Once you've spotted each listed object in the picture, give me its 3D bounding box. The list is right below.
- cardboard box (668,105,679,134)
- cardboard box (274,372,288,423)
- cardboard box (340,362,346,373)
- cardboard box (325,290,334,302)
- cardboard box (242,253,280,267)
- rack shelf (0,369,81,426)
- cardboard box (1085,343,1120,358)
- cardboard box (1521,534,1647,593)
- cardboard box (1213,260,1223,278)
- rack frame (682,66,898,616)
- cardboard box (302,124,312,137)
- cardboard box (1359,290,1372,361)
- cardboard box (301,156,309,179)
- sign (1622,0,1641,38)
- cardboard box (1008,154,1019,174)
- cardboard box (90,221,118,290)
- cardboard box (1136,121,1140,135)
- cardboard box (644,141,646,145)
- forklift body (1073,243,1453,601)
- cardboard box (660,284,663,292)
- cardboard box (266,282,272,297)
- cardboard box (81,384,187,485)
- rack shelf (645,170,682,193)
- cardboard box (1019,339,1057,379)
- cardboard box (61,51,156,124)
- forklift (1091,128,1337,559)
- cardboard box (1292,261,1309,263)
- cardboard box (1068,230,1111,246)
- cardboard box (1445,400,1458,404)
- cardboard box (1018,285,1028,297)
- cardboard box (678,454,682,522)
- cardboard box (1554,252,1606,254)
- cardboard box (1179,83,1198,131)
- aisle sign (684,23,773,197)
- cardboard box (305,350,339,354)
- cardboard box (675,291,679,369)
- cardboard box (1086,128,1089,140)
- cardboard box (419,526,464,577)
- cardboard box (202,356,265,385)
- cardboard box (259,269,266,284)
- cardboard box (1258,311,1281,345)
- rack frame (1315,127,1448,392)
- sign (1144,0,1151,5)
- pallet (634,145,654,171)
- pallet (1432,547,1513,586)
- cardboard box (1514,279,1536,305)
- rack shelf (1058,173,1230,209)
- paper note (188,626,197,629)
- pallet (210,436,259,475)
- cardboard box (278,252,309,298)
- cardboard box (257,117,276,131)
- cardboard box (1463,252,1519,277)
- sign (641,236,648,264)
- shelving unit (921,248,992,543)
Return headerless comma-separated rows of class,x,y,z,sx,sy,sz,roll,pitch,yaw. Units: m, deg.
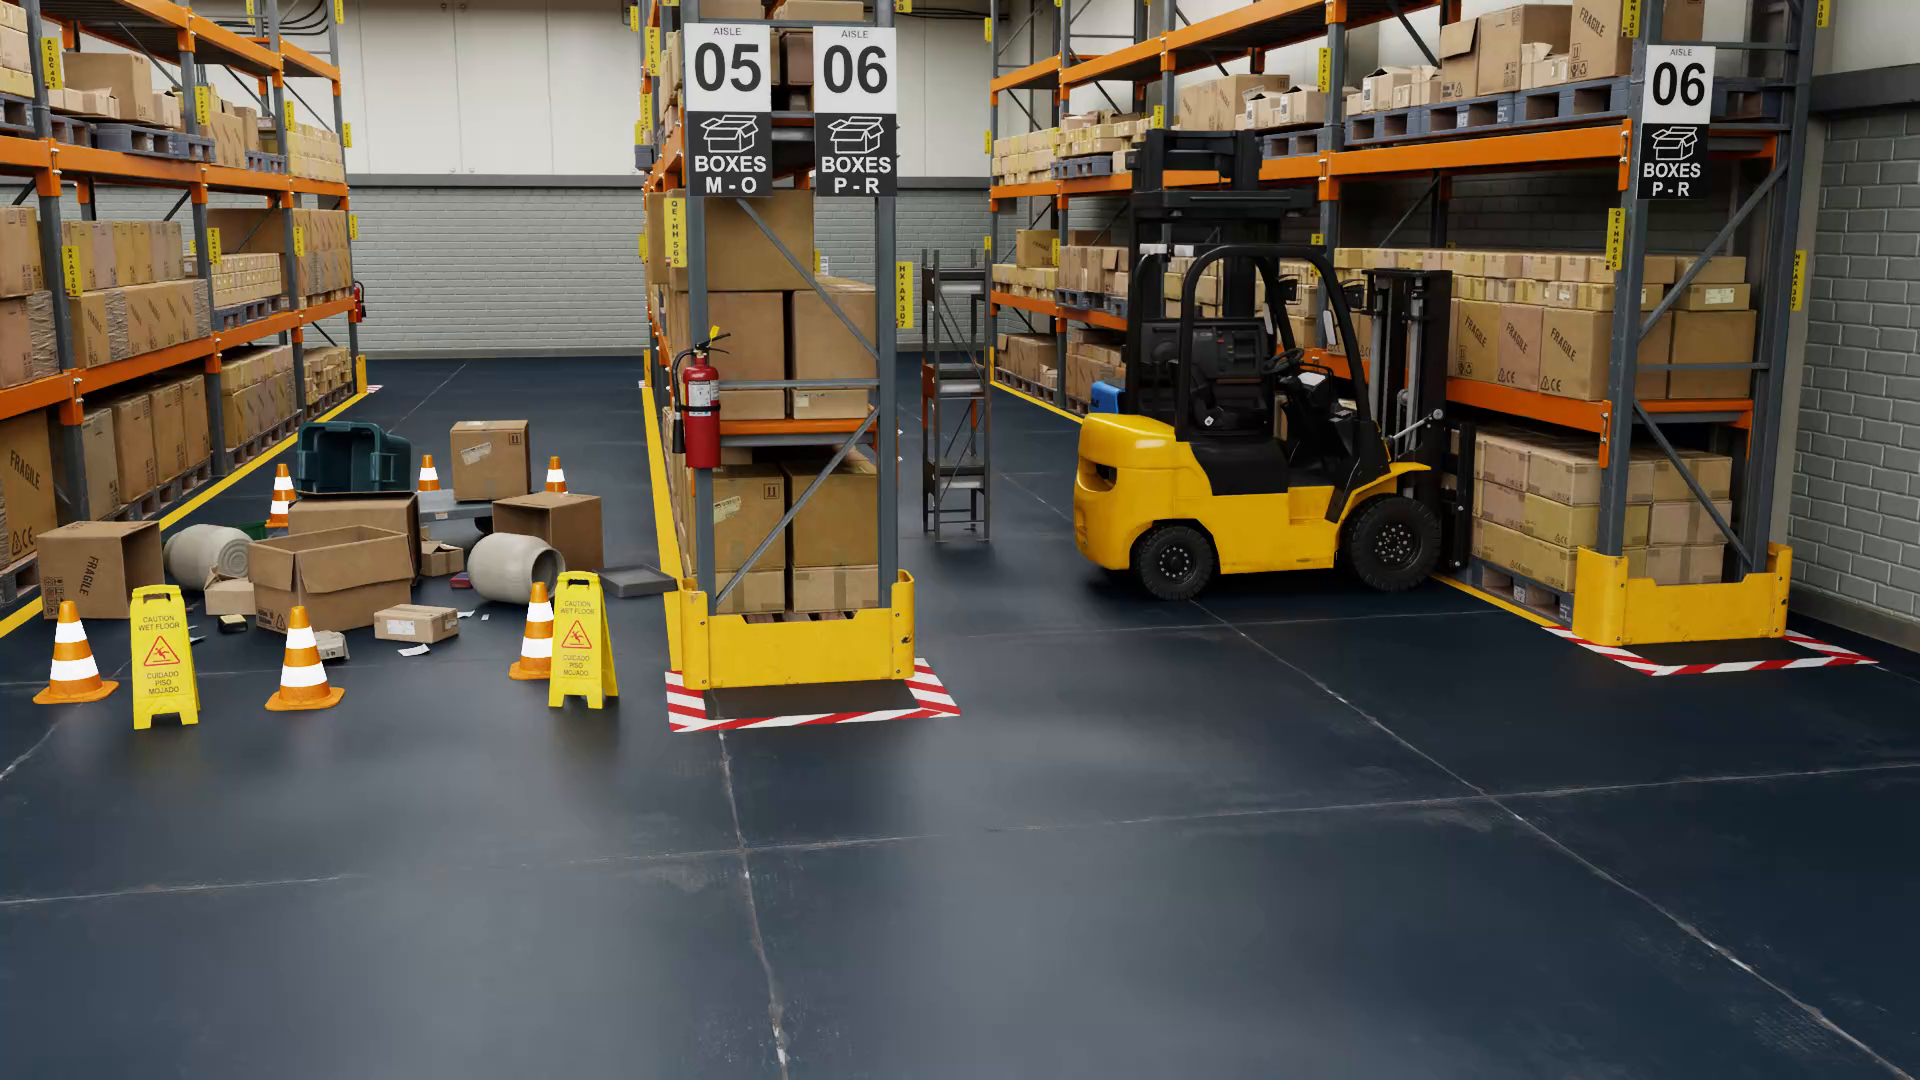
cardboard box,-1.501,-2.450,9.694,0.380,0.149,0.250,-2,11,-12
cardboard box,-7.494,-1.524,17.745,0.500,0.500,0.500,-2,11,-12
cardboard box,-8.277,-2.270,21.809,0.380,0.149,0.250,-3,11,-13
cardboard box,-8.252,-3.140,21.341,0.380,0.149,0.250,-3,11,-14
cardboard box,-7.715,-3.075,18.289,0.380,0.149,0.250,-2,11,-8
rack shelf,-6.039,-0.579,9.141,1.077,0.370,4.000,-2,11,-11
cardboard box,1.719,-2.273,19.945,0.380,0.149,0.250,-3,11,-14
cardboard box,3.652,0.124,9.752,0.500,0.250,0.500,-2,11,-11
cardboard box,2.532,-2.475,15.175,0.380,0.149,0.250,-2,11,-10
rack frame,-0.815,-0.764,8.189,1.000,3.000,0.127,-2,11,-11
cardboard box,-8.012,-4.913,19.961,0.380,0.149,0.250,-2,11,-8
cardboard box,3.223,-1.542,12.010,0.500,0.500,0.500,-2,11,-10
cardboard box,-7.922,-4.353,19.421,0.500,0.250,0.500,-2,11,-12
sign,3.519,-2.798,8.695,0.100,0.325,0.005,-2,11,-11
cardboard box,0.966,-5.148,22.804,0.500,0.250,0.500,-2,11,-13
cardboard box,-6.731,-2.117,12.358,0.700,0.500,0.500,-2,11,-11
cardboard box,2.084,-4.354,17.567,0.380,0.149,0.250,-2,11,-12
cardboard box,-3.246,-4.285,18.169,0.380,0.166,0.250,-3,11,-15
forklift body,1.895,-0.810,10.700,2.313,2.155,1.214,-2,11,-11
cardboard box,-2.510,-2.542,15.344,0.500,0.500,0.500,-2,11,-13
cardboard box,-7.615,-2.690,17.858,0.380,0.149,0.250,-2,11,-11
cardboard box,-7.003,-0.859,13.581,1.050,0.750,0.750,-2,11,-10
rack shelf,-2.759,-3.718,17.612,1.077,0.370,4.000,-2,11,-11
cardboard box,1.101,-2.484,22.786,0.500,0.500,0.500,-2,11,-10
cardboard box,-6.594,-3.502,12.895,0.500,0.500,0.500,-2,11,-11
forklift,1.770,-1.377,11.594,1.130,2.935,3.031,-2,11,-10
cardboard box,3.167,-2.400,14.784,0.380,0.149,0.250,-2,11,-11
cardboard box,1.691,-3.870,22.107,0.500,0.500,0.500,-2,11,-13
cardboard box,3.561,-0.943,12.683,0.500,0.250,0.500,-2,11,-10
cardboard box,1.010,-3.401,22.713,0.380,0.149,0.250,-2,11,-10
cardboard box,-1.528,-0.411,10.558,0.500,0.500,0.500,-2,11,-8
cardboard box,4.051,-1.771,10.681,0.380,0.149,0.250,-2,11,-12
cardboard box,2.400,-4.049,15.767,0.500,0.500,0.500,-2,11,-11
aisle sign,-1.087,-2.019,7.831,0.394,0.787,0.004,-2,11,-11
cardboard box,-8.255,-2.370,21.534,0.380,0.149,0.250,-3,11,-13
cardboard box,-1.377,-1.233,9.589,0.500,0.500,0.500,-2,11,-11
cardboard box,1.660,-4.642,19.026,0.380,0.149,0.250,-2,11,-10
cardboard box,-3.539,0.073,11.104,0.396,0.266,0.258,9,14,38
cardboard box,-7.285,-1.699,16.658,0.500,0.250,0.500,-2,11,-11
cardboard box,-7.558,-2.786,17.564,0.380,0.149,0.250,-2,11,-13
cardboard box,2.818,-1.780,13.929,0.500,0.250,0.500,-2,11,-11
rack frame,3.276,-1.679,12.996,1.000,3.000,0.127,-2,11,-11
sign,2.263,-6.651,20.153,0.100,0.325,0.005,-2,11,-11
pallet,-2.548,-3.728,16.246,1.213,0.211,1.003,-2,11,-8
pallet,3.630,0.062,11.304,1.003,0.211,1.213,-2,11,-11
cardboard box,3.605,-1.508,10.095,0.380,0.149,0.250,-2,11,-11
rack shelf,2.109,-3.900,18.564,1.077,0.370,4.000,-2,11,-11
paper note,-4.419,0.506,9.509,0.032,0.001,0.123,4,11,18
pallet,-7.357,-0.806,15.869,1.003,0.211,1.213,-2,11,-11
cardboard box,-7.833,-3.062,19.198,0.500,0.500,0.500,-2,11,-12
cardboard box,-7.803,-4.670,18.686,0.380,0.149,0.250,-2,11,-12
cardboard box,3.431,-1.748,10.559,0.380,0.149,0.250,-2,11,-10
sign,-3.693,-3.409,19.557,0.100,0.325,0.005,-2,11,-11
shelving unit,-0.032,-1.062,12.160,0.431,2.100,0.503,-2,11,-11
